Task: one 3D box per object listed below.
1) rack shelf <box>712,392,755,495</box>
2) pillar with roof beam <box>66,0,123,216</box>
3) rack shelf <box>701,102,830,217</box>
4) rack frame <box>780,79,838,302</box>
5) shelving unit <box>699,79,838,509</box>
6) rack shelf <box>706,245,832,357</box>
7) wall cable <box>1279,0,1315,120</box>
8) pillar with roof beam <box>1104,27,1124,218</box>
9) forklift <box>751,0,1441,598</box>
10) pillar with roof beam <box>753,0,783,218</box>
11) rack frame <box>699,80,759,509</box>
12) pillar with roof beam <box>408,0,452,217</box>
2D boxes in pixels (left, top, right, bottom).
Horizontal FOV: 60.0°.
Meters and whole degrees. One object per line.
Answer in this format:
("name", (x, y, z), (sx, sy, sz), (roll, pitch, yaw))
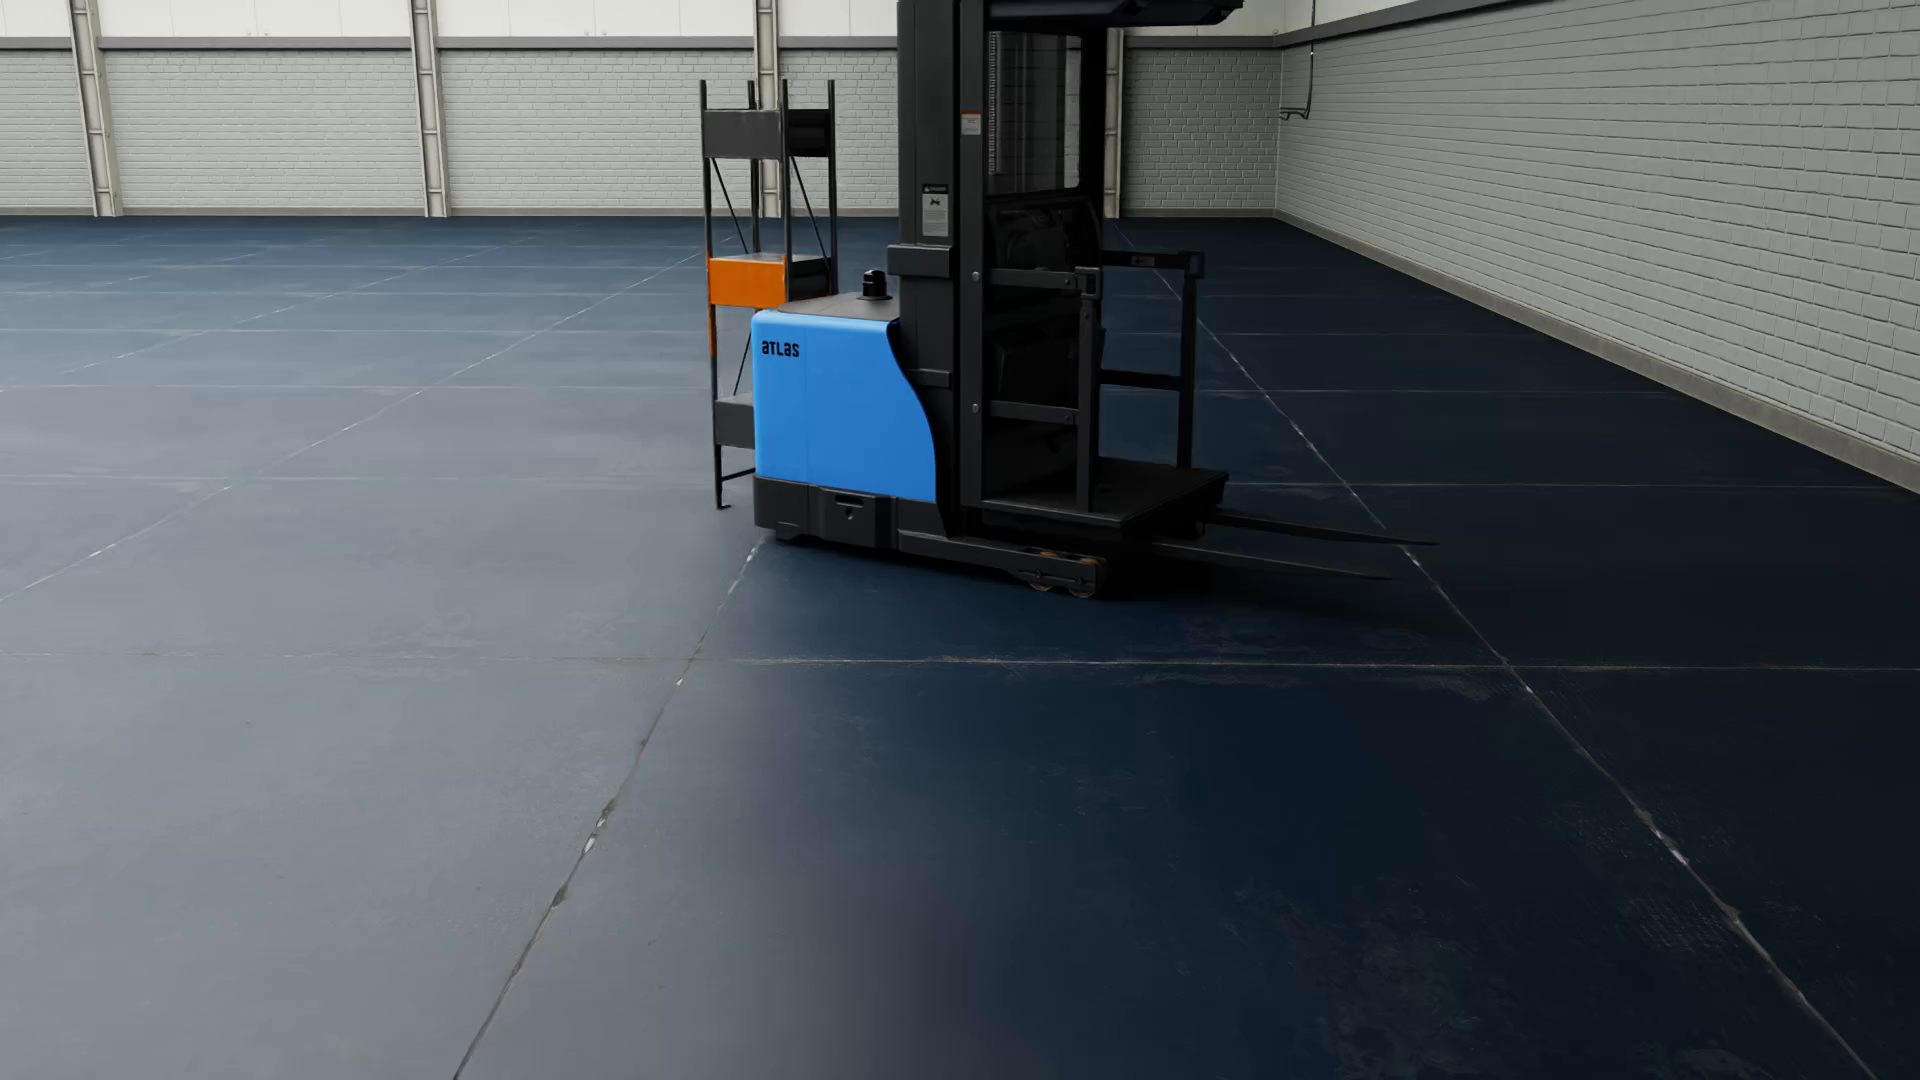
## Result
("rack shelf", (-0.922, -0.491, 8.384), (0.480, 0.518, 0.431), (9, 17, 31))
("pillar with roof beam", (-15.477, -9.110, 24.728), (0.400, 9.000, 9.100), (0, 15, 1))
("rack shelf", (-0.922, -1.845, 8.027), (0.480, 0.518, 0.431), (9, 17, 31))
("rack frame", (-0.714, -1.149, 8.077), (0.015, 2.100, 0.400), (9, 17, 31))
("shelving unit", (-0.922, -1.181, 8.202), (0.503, 2.100, 0.431), (9, 17, 31))
("rack shelf", (-0.922, -1.168, 8.205), (0.480, 0.518, 0.431), (9, 17, 31))
("wall cable", (5.538, -8.232, 27.490), (0.112, 2.526, 3.097), (0, 15, 1))
("pillar with roof beam", (2.517, -8.992, 24.283), (0.400, 9.000, 9.100), (0, 15, 1))
("forklift", (0.549, -1.330, 7.135), (3.031, 2.935, 1.130), (9, 17, 31))
("pillar with roof beam", (-3.481, -9.031, 24.432), (0.400, 9.000, 9.100), (0, 15, 1))
("rack frame", (-1.129, -1.214, 8.326), (0.015, 2.100, 0.400), (9, 17, 31))
("pillar with roof beam", (-9.479, -9.070, 24.580), (0.400, 9.000, 9.100), (0, 15, 1))
